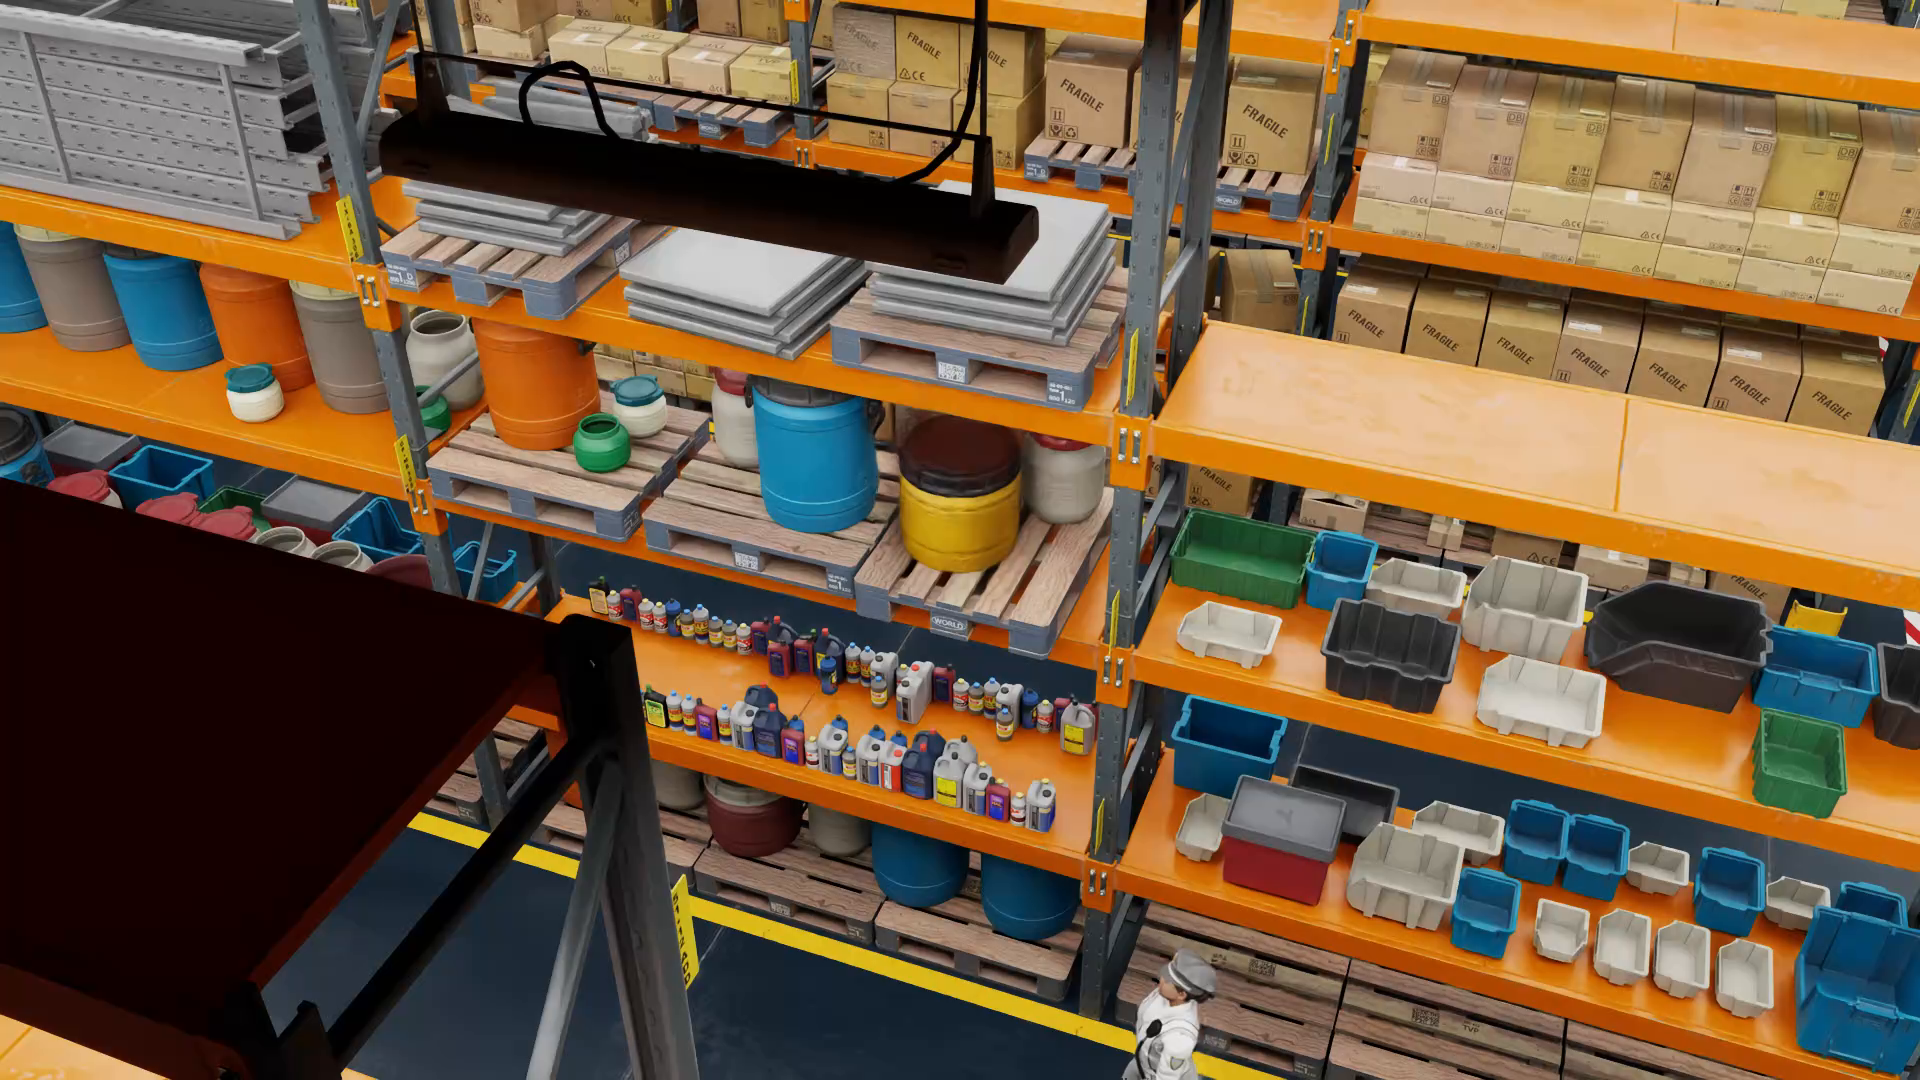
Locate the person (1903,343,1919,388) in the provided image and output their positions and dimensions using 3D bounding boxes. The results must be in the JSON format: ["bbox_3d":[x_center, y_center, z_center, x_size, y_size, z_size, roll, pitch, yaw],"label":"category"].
[{"bbox_3d":[8.890,-2.136,14.784,0.632,1.754,0.568,-12,38,-15],"label":"person"}]

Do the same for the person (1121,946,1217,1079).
[{"bbox_3d":[0.990,2.680,8.365,0.968,1.635,0.516,-4,37,-6],"label":"person"}]
